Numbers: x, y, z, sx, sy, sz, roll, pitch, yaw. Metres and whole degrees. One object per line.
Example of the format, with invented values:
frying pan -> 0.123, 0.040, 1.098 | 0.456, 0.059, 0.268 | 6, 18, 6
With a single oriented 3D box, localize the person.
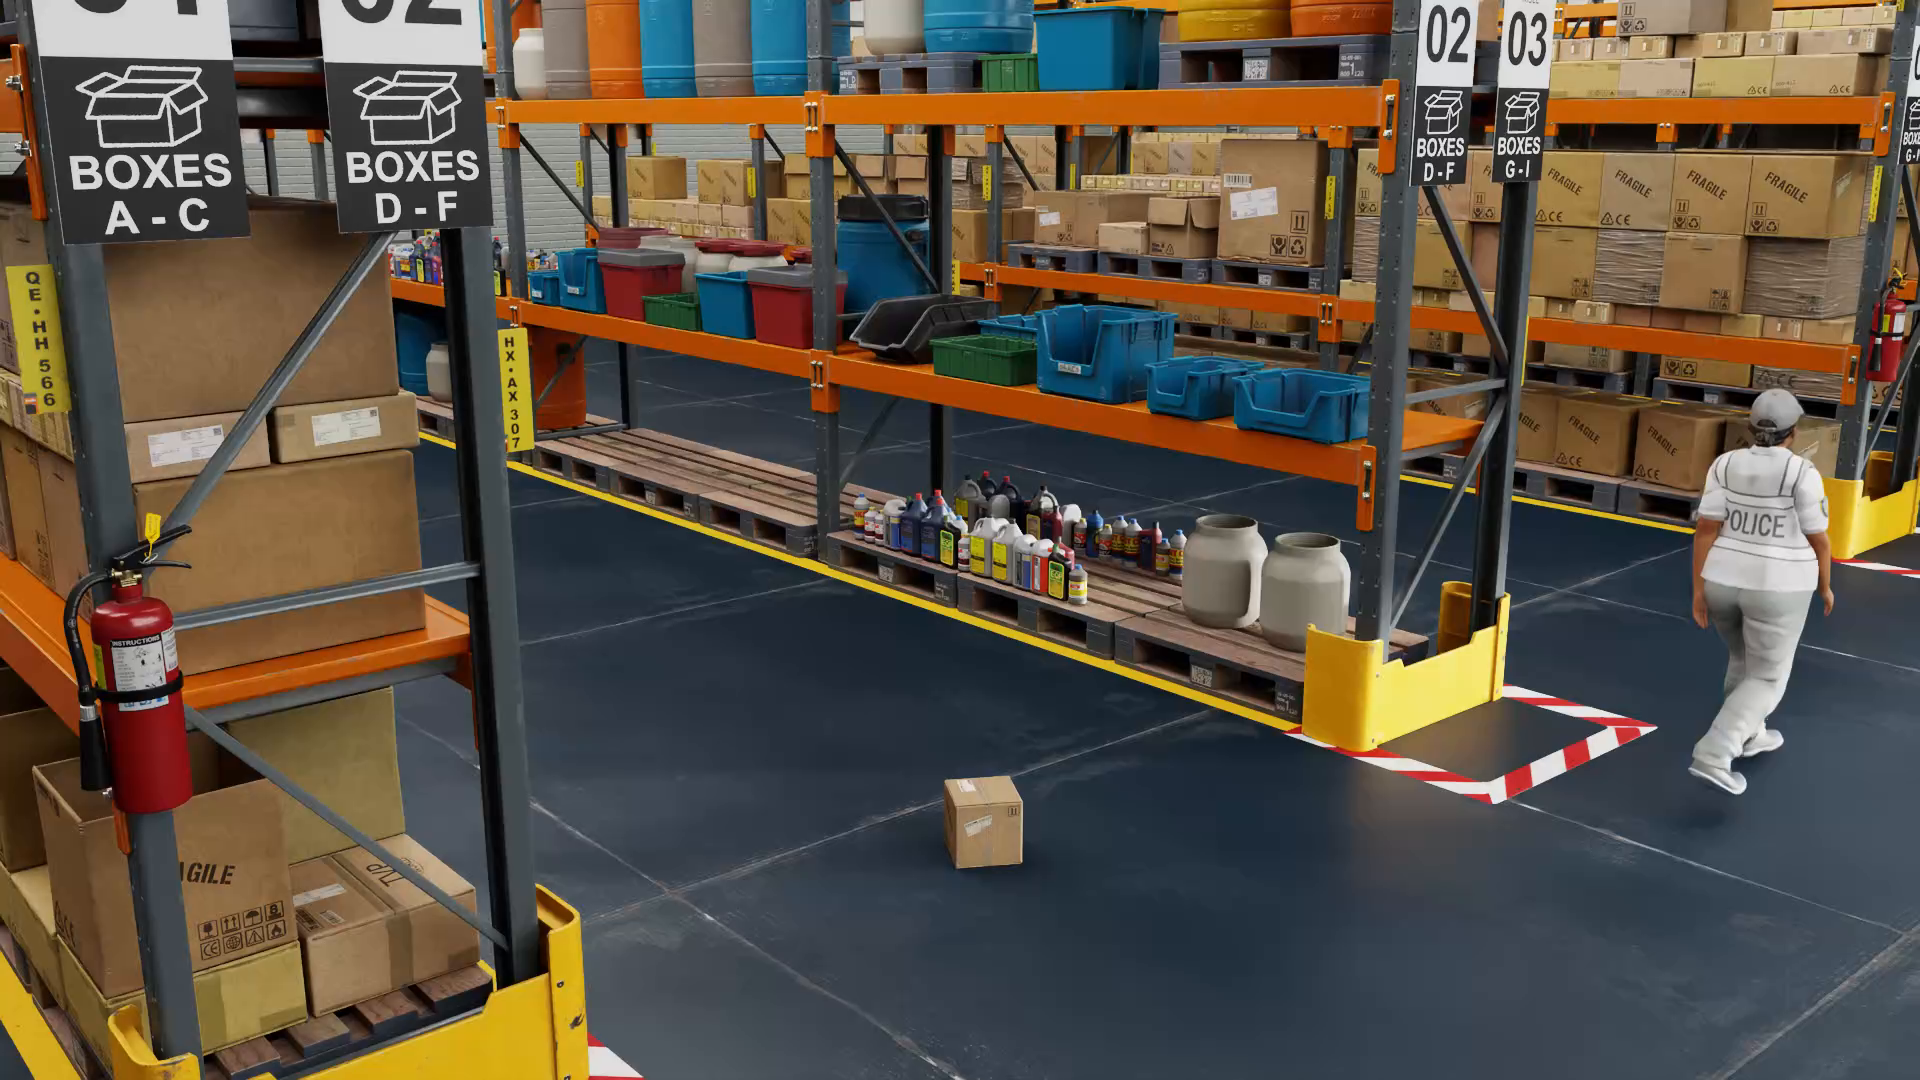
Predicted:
person -> 3.215, 0.192, 6.715 | 0.984, 1.614, 0.472 | -9, 17, -33
